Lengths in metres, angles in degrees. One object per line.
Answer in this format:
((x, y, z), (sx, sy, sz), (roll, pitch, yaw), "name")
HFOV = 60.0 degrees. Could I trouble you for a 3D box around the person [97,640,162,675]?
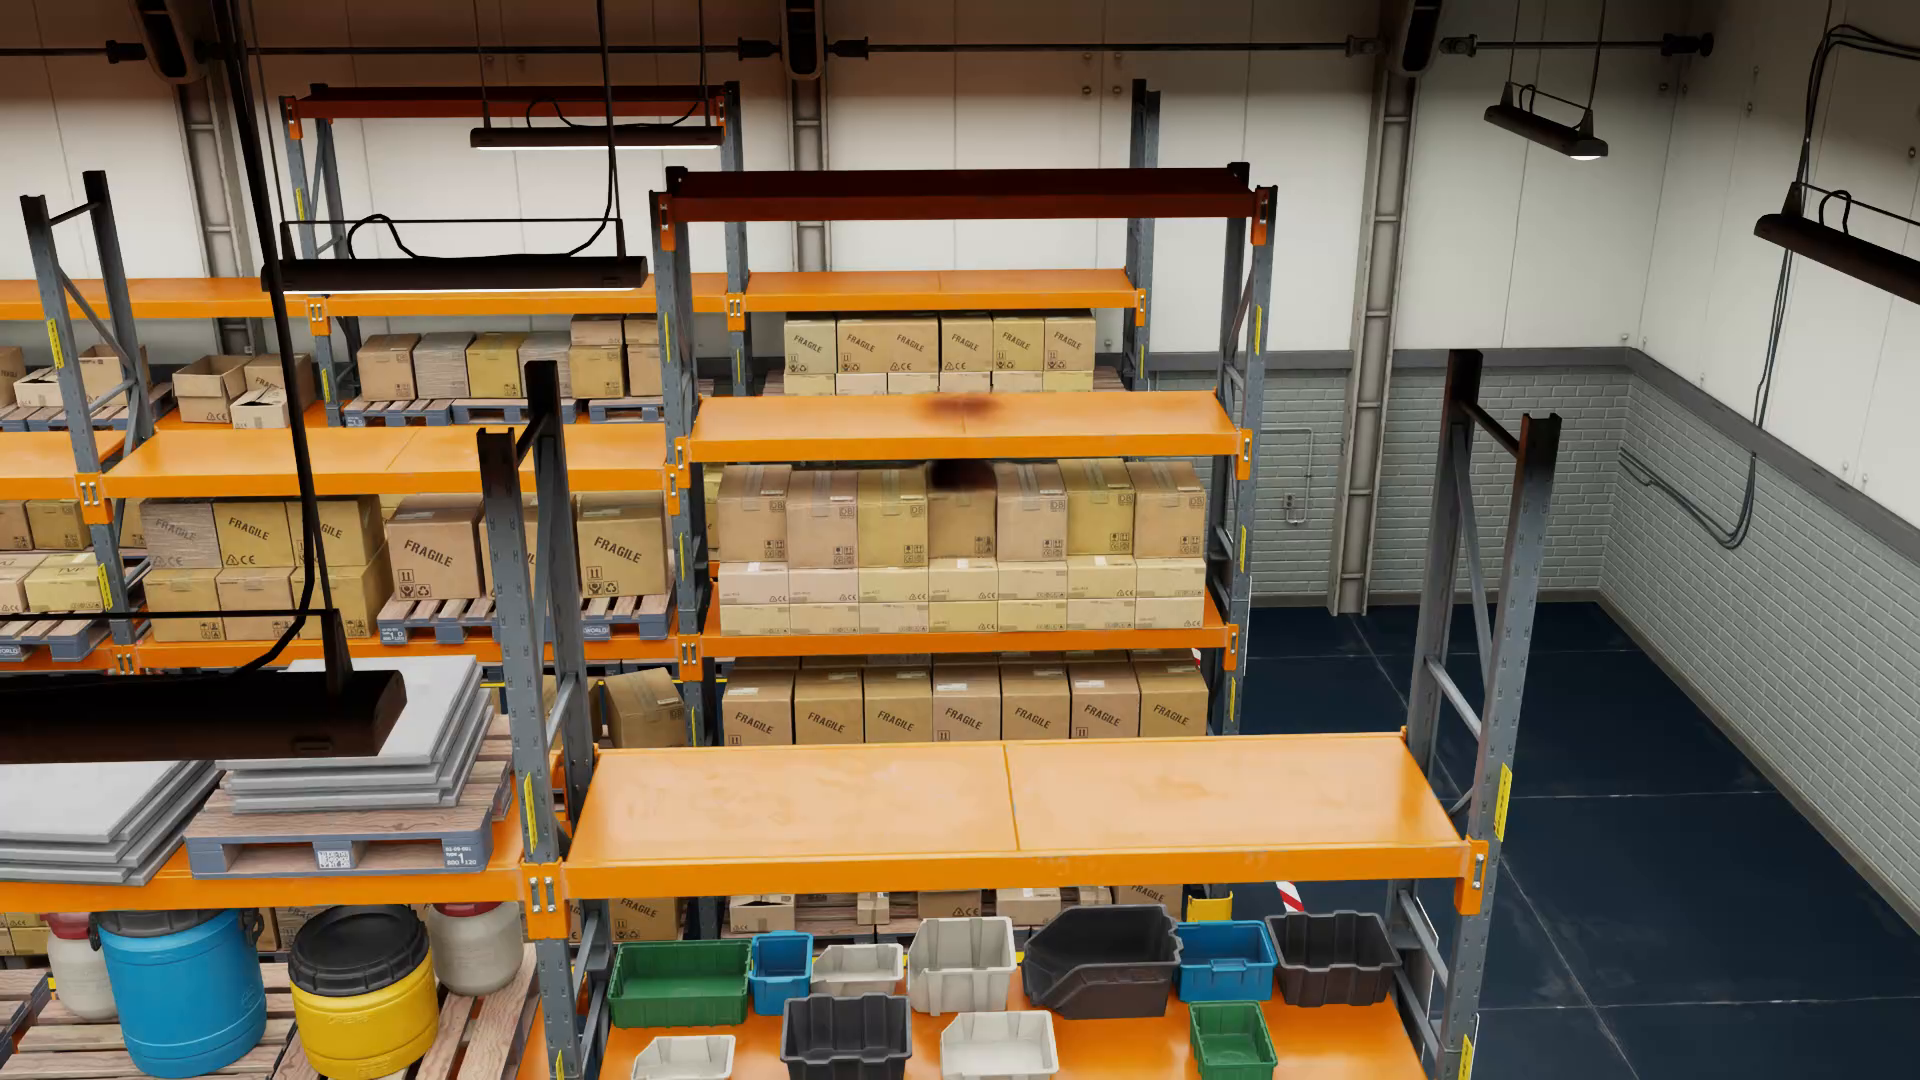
((-7.483, 1.503, 15.057), (0.564, 1.801, 0.402), (-1, 22, -3), "person")
